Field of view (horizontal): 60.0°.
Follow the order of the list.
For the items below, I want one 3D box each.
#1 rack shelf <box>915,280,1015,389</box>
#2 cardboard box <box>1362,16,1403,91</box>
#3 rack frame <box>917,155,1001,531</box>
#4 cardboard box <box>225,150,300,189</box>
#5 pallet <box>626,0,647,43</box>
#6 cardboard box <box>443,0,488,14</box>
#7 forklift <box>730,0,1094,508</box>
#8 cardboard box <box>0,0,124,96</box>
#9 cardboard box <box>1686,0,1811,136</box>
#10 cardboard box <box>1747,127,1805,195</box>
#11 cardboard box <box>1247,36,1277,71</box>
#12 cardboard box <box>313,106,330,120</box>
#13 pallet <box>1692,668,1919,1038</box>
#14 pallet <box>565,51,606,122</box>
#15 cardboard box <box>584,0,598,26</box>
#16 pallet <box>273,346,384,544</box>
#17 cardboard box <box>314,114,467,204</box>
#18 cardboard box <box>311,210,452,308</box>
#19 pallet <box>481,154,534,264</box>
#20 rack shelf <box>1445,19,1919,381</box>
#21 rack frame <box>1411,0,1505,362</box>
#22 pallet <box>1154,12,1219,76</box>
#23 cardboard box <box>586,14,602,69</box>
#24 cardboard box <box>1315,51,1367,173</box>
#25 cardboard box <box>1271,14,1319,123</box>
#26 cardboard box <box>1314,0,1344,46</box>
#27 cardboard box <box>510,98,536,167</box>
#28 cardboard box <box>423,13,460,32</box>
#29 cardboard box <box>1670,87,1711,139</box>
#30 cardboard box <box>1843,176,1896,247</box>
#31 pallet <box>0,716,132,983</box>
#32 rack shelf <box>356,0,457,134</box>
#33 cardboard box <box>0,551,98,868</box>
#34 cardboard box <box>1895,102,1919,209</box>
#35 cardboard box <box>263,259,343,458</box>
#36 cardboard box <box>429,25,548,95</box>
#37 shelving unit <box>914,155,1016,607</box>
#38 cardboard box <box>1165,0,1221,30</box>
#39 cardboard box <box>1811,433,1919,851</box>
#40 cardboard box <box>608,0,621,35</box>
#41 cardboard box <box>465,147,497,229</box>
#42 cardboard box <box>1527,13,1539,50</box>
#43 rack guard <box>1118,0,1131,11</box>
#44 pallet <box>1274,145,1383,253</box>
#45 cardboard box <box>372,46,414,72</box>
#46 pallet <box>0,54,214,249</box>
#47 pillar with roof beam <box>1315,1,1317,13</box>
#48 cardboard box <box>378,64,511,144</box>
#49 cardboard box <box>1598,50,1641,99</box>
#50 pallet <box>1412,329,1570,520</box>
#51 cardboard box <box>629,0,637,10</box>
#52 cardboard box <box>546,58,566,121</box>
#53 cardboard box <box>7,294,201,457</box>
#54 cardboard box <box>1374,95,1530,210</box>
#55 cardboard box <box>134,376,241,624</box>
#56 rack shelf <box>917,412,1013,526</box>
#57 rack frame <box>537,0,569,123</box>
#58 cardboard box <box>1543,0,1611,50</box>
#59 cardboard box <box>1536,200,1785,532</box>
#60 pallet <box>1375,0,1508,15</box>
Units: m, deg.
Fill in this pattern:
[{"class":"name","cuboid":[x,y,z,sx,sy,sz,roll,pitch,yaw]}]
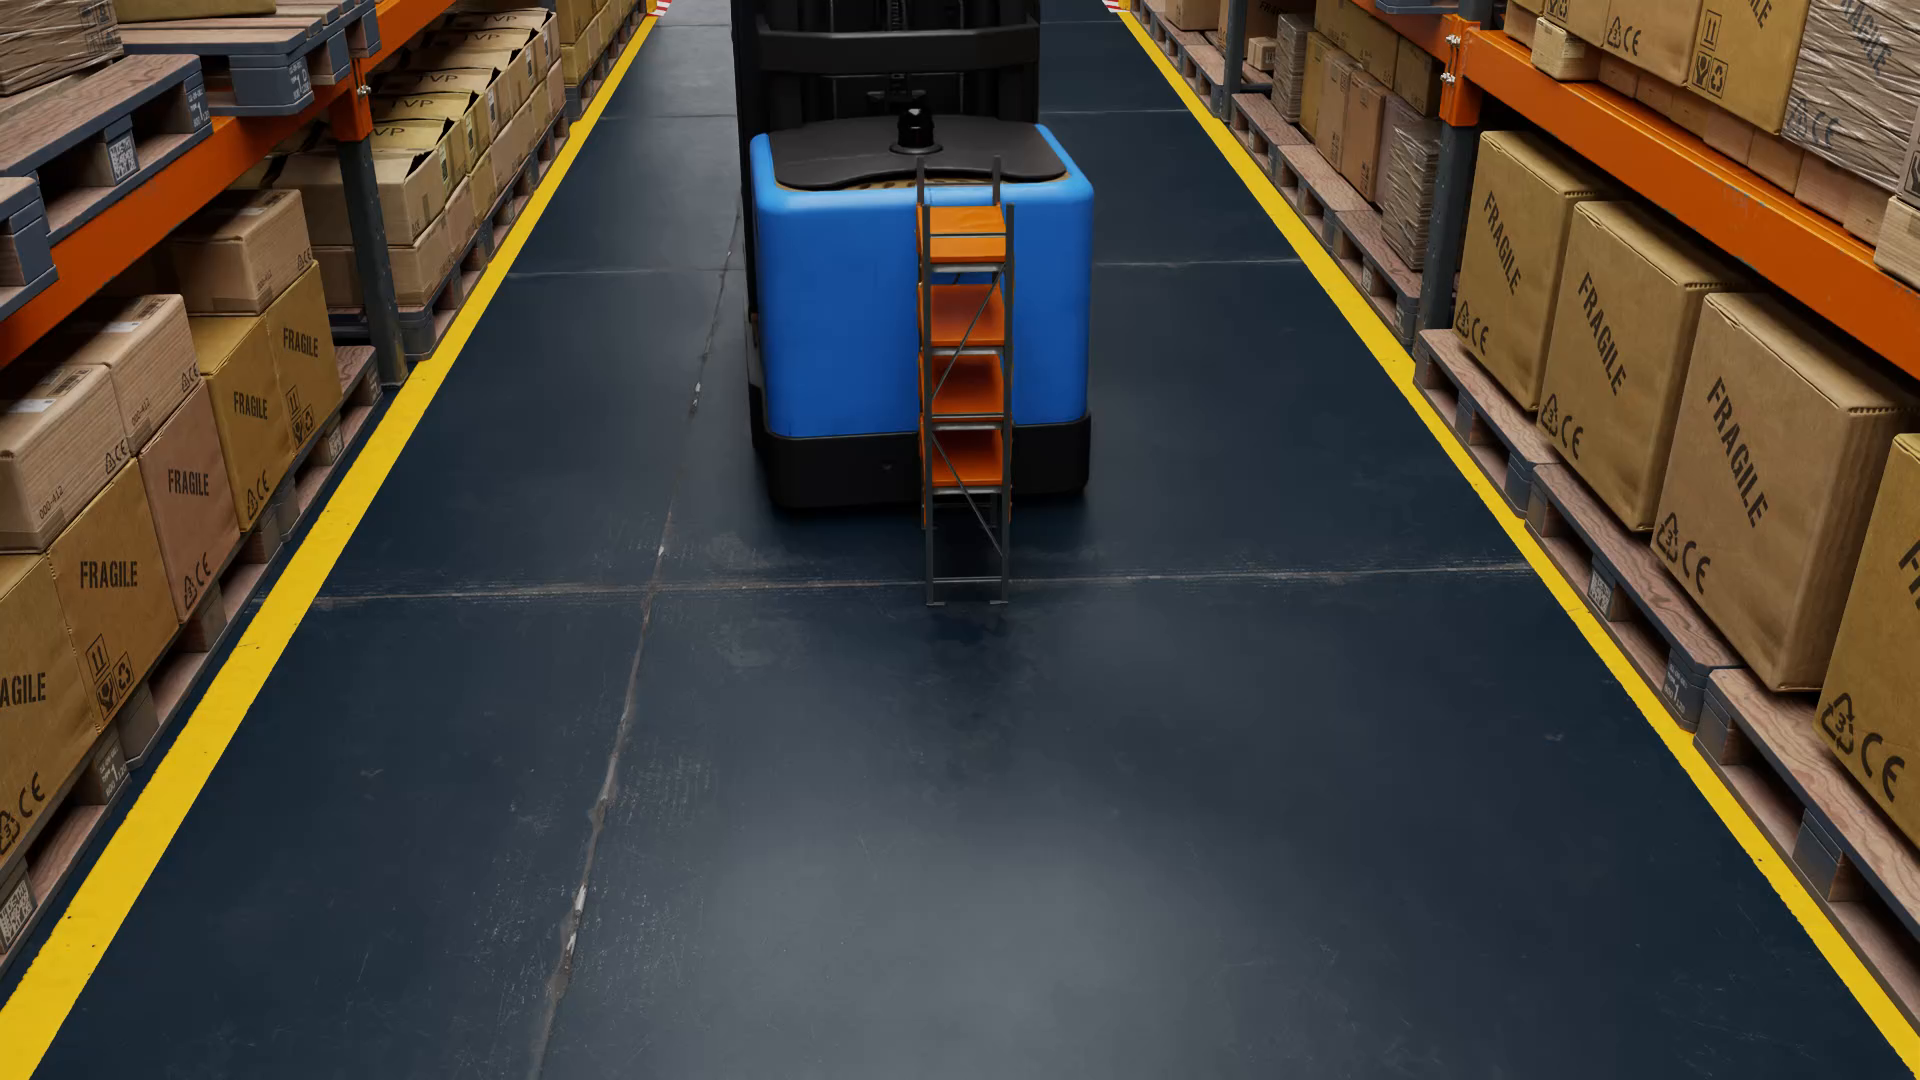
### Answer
[{"class":"rack shelf","cuboid":[0.009,-0.594,4.754,0.258,0.148,0.480,-1,28,-3]},{"class":"cardboard box","cuboid":[2.219,-2.299,7.830,0.500,0.250,0.500,-2,28,-3]},{"class":"rack frame","cuboid":[-0.004,-0.568,5.042,0.240,1.200,0.015,-1,28,-3]},{"class":"cardboard box","cuboid":[-2.912,-1.377,6.558,0.500,0.311,0.500,-1,28,-1]},{"class":"pallet","cuboid":[-2.975,-4.031,12.750,1.003,0.211,1.213,-1,28,-3]},{"class":"cardboard box","cuboid":[-3.104,-3.512,10.448,0.500,0.500,0.500,-1,28,-3]},{"class":"forklift","cuboid":[-0.296,-2.057,6.024,1.130,2.935,3.031,-4,28,-7]},{"class":"cardboard box","cuboid":[-2.636,-1.440,4.206,0.700,0.500,0.500,4,28,7]},{"class":"cardboard box","cuboid":[2.156,-1.289,4.027,0.500,0.500,0.500,-1,28,-1]},{"class":"cardboard box","cuboid":[2.192,-0.956,4.090,0.380,0.149,0.250,-1,28,-1]},{"class":"cardboard box","cuboid":[2.041,-3.079,10.497,0.380,0.166,0.250,-5,28,-9]},{"class":"cardboard box","cuboid":[-2.969,-1.850,7.465,0.500,0.311,0.500,-2,28,-3]},{"class":"pallet","cuboid":[2.401,0.683,3.712,1.003,0.211,1.213,-1,28,-3]},{"class":"pallet","cuboid":[-2.847,-2.904,10.590,1.003,0.211,1.213,-1,28,-3]},{"class":"cardboard box","cuboid":[-2.593,-3.524,10.472,0.500,0.500,0.500,-1,28,-3]},{"class":"pallet","cuboid":[-2.637,-0.343,5.679,1.003,0.211,1.213,-1,28,-3]},{"class":"cardboard box","cuboid":[-2.409,-1.632,7.048,0.500,0.311,0.500,-2,28,-4]},{"class":"cardboard box","cuboid":[-2.373,-1.141,6.713,0.500,0.250,0.500,-1,28,-3]},{"class":"pallet","cuboid":[-2.703,-1.632,8.150,1.003,0.211,1.213,-1,28,-3]},{"class":"rack shelf","cuboid":[2.412,-0.804,4.325,1.077,0.370,4.000,-1,28,-3]},{"class":"rack frame","cuboid":[2.308,-2.046,5.930,1.000,3.000,0.127,-1,28,-3]},{"class":"pallet","cuboid":[1.962,-3.531,11.792,1.003,0.211,1.213,-1,28,-3]},{"class":"cardboard box","cuboid":[-2.590,-3.192,10.645,0.500,0.250,0.500,-1,28,-3]},{"class":"cardboard box","cuboid":[2.218,-2.167,8.388,0.700,0.500,0.500,-1,28,-2]},{"class":"cardboard box","cuboid":[2.154,-2.641,9.297,0.700,0.500,0.500,0,28,-1]},{"class":"cardboard box","cuboid":[2.181,-2.770,8.734,0.500,0.250,0.500,-2,28,-4]},{"class":"cardboard box","cuboid":[-2.485,-2.085,8.523,0.500,0.250,0.500,-1,28,-2]},{"class":"cardboard box","cuboid":[-3.075,-2.791,9.270,0.500,0.311,0.500,-1,28,-2]},{"class":"cardboard box","cuboid":[2.189,-1.193,4.543,0.380,0.149,0.250,-1,28,-2]},{"class":"cardboard box","cuboid":[2.192,-0.718,3.632,0.380,0.149,0.250,-1,28,-3]},{"class":"pallet","cuboid":[-2.510,0.784,3.519,1.003,0.211,1.213,-1,28,-3]},{"class":"rack shelf","cuboid":[-2.743,-2.530,7.634,1.077,0.370,4.000,-1,28,-3]},{"class":"cardboard box","cuboid":[-2.251,0.360,3.543,0.500,0.500,0.500,-1,28,-2]},{"class":"cardboard box","cuboid":[2.205,-0.827,3.140,0.500,0.500,0.500,-1,28,-2]},{"class":"cardboard box","cuboid":[-2.355,-0.585,5.356,0.500,0.500,0.500,0,28,-1]},{"class":"cardboard box","cuboid":[-2.507,-2.568,8.842,0.500,0.311,0.500,-1,28,-1]},{"class":"shelving unit","cuboid":[0.009,-0.456,4.826,0.258,1.200,0.503,-1,28,-3]},{"class":"cardboard box","cuboid":[1.855,-3.903,11.716,0.700,0.500,0.500,-3,28,-6]},{"class":"cardboard box","cuboid":[2.353,0.271,3.357,0.750,0.750,0.750,-1,28,-2]},{"class":"cardboard box","cuboid":[-2.643,-3.654,11.531,0.500,0.250,0.500,-1,28,-3]},{"class":"cardboard box","cuboid":[-2.433,-1.613,7.618,0.500,0.250,0.500,-2,28,-4]},{"class":"cardboard box","cuboid":[2.098,-1.670,5.457,0.380,0.149,0.250,-1,28,-2]},{"class":"rack guard","cuboid":[1.894,-4.597,13.524,1.175,0.500,0.348,-1,28,-3]},{"class":"pallet","cuboid":[2.208,-1.733,8.344,1.003,0.211,1.213,-1,28,-3]},{"class":"cardboard box","cuboid":[-3.026,-2.321,8.369,0.500,0.311,0.500,-2,28,-4]},{"class":"pallet","cuboid":[-2.533,-0.942,4.020,1.003,0.211,1.213,-1,28,-3]},{"class":"pillar with roof beam","cuboid":[-1.508,-7.994,10.847,9.100,9.000,0.400,-1,28,-3]},{"class":"cardboard box","cuboid":[-2.460,-2.105,7.955,0.500,0.311,0.500,-2,28,-3]},{"class":"cardboard box","cuboid":[2.164,-1.432,5.001,0.380,0.149,0.250,-2,28,-3]},{"class":"pallet","cuboid":[2.274,-0.444,5.873,1.003,0.211,1.213,-1,28,-3]},{"class":"cardboard box","cuboid":[-2.695,-4.115,12.416,0.500,0.250,0.500,-1,28,-3]},{"class":"cardboard box","cuboid":[-2.536,-2.555,9.424,0.500,0.250,0.500,-2,28,-3]},{"class":"cardboard box","cuboid":[-2.291,-0.420,4.227,0.500,0.250,0.500,-2,28,-4]},{"class":"cardboard box","cuboid":[2.308,-1.705,7.503,0.700,0.500,0.500,-1,28,-3]},{"class":"cardboard box","cuboid":[-2.295,-0.104,4.433,0.500,0.500,0.500,-2,28,-5]},{"class":"rack shelf","cuboid":[0.009,-0.220,4.949,0.258,0.148,0.480,-1,28,-3]},{"class":"rack frame","cuboid":[-2.848,-3.772,9.239,1.000,3.000,0.127,-1,28,-3]},{"class":"cardboard box","cuboid":[2.096,-1.759,4.927,0.500,0.500,0.500,0,28,-1]},{"class":"cardboard box","cuboid":[2.255,-0.532,4.897,0.750,0.750,0.750,-2,28,-3]},{"class":"pallet","cuboid":[2.164,-2.288,6.600,1.213,0.211,1.003,-1,28,-3]}]
